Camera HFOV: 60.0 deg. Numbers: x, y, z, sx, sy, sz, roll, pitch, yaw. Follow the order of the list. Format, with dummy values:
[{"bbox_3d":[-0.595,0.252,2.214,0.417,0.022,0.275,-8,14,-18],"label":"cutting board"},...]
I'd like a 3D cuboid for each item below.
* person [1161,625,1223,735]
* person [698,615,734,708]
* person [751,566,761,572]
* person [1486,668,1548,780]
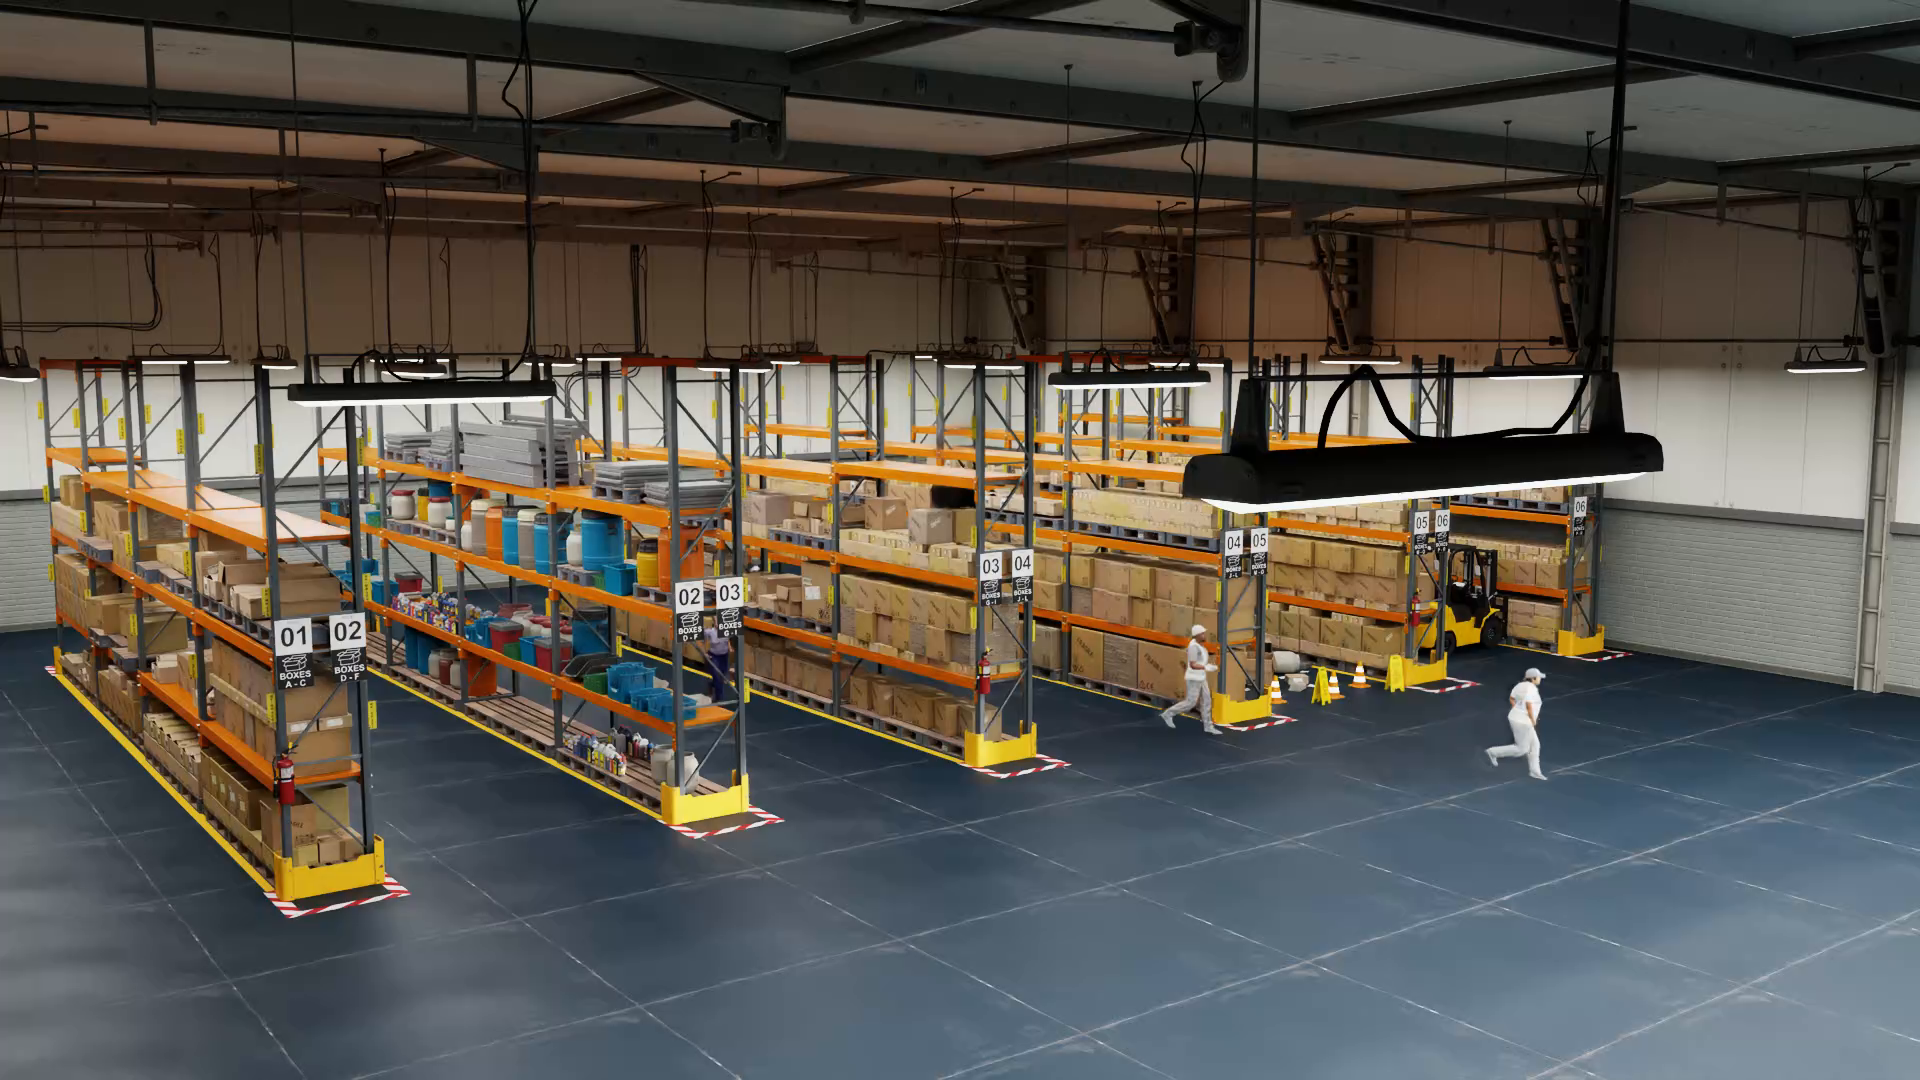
[{"bbox_3d":[3.754,2.241,26.757,0.980,1.784,0.693,2,7,17],"label":"person"},{"bbox_3d":[-4.272,2.079,28.932,0.592,1.622,0.761,-6,9,-40],"label":"person"},{"bbox_3d":[-4.197,1.384,34.185,0.702,1.726,0.598,-4,8,-30],"label":"person"},{"bbox_3d":[8.069,2.673,24.029,0.920,1.663,0.606,0,7,3],"label":"person"}]
